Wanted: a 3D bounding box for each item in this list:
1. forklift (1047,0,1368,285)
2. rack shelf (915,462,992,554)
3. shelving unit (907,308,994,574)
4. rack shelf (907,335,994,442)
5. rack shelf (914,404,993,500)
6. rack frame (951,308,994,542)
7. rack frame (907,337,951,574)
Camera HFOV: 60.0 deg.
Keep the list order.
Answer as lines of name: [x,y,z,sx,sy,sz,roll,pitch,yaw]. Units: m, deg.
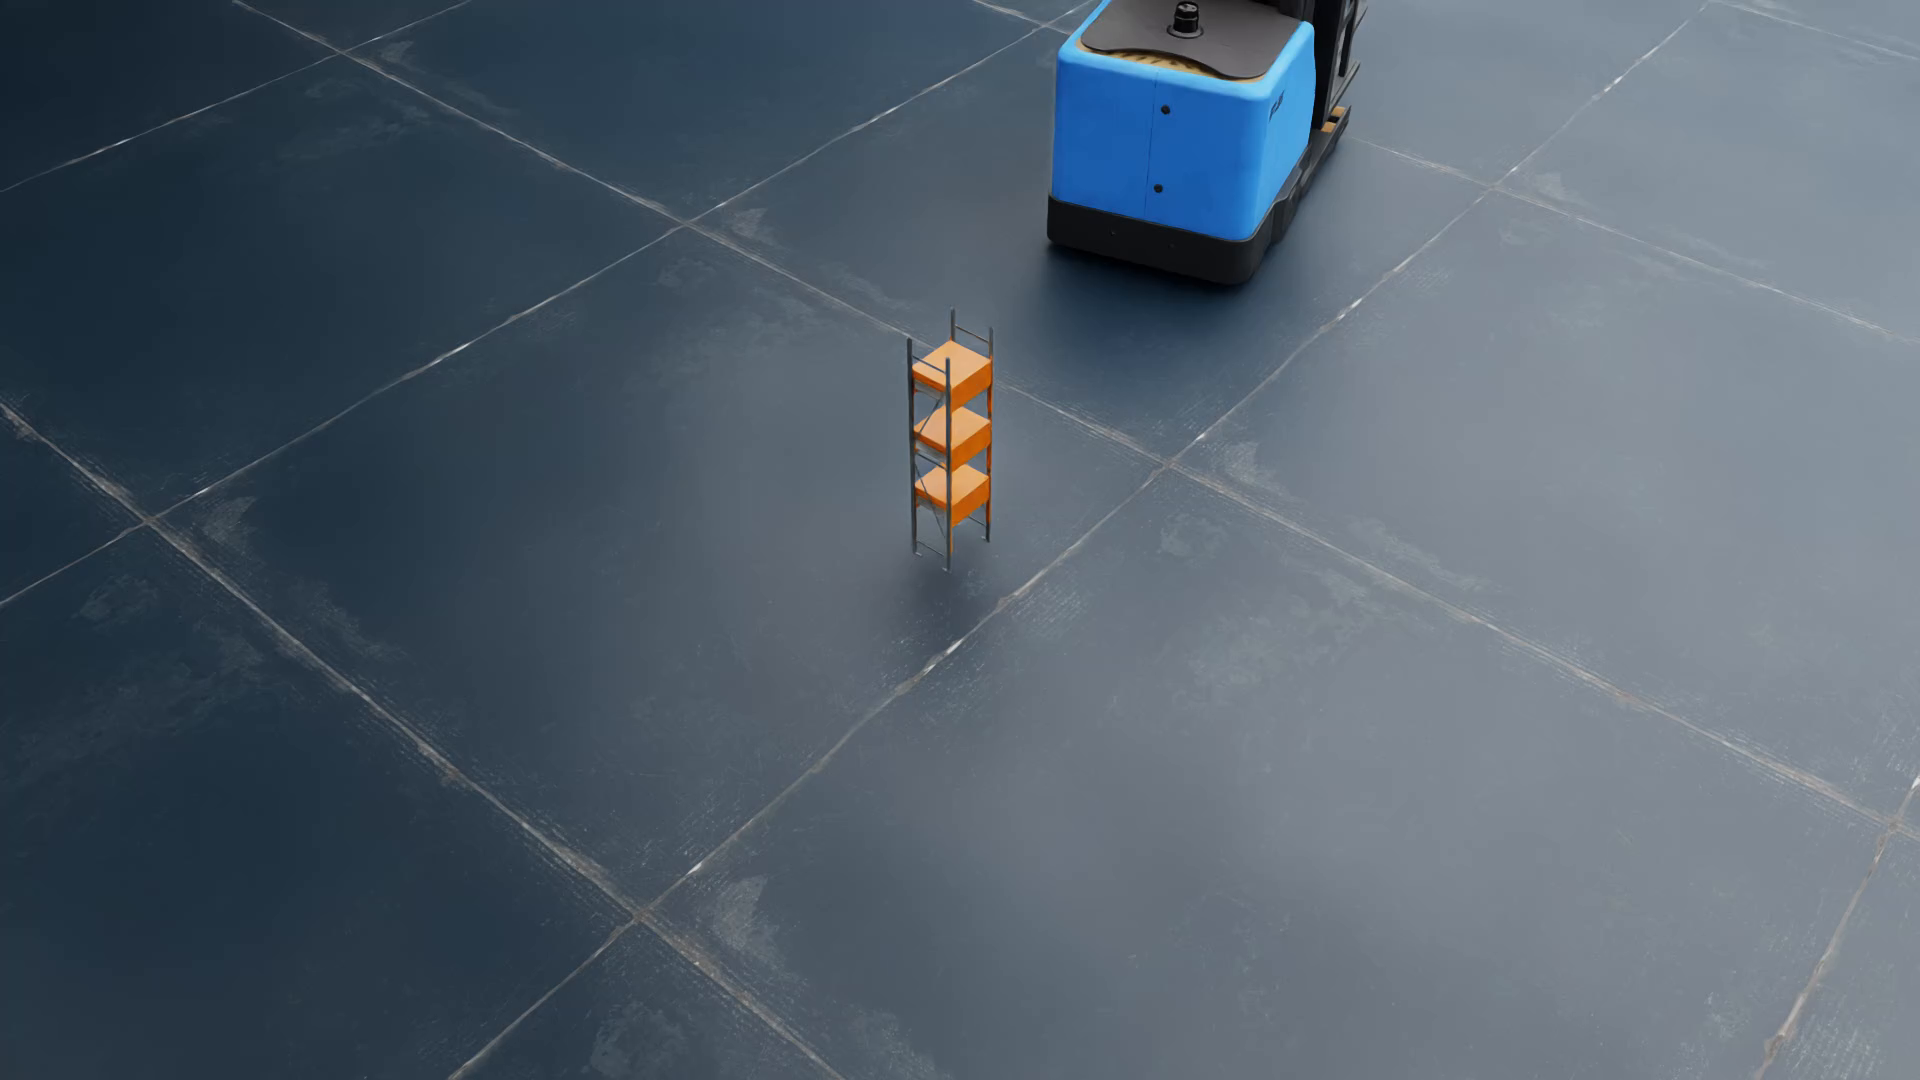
forklift: [1.506,-3.307,8.208,1.130,2.935,3.031,17,45,18]
rack shelf: [-0.034,-0.147,6.561,0.215,0.259,0.240,29,50,28]
shelving unit: [-0.034,-0.361,6.367,0.215,1.050,0.252,29,50,28]
rack shelf: [-0.034,-0.563,6.183,0.215,0.259,0.240,29,50,28]
rack shelf: [-0.034,-0.353,6.374,0.215,0.259,0.240,29,50,28]
rack frame: [0.044,-0.424,6.436,0.200,1.050,0.008,29,50,28]
rack frame: [-0.113,-0.298,6.297,0.200,1.050,0.008,29,50,28]
